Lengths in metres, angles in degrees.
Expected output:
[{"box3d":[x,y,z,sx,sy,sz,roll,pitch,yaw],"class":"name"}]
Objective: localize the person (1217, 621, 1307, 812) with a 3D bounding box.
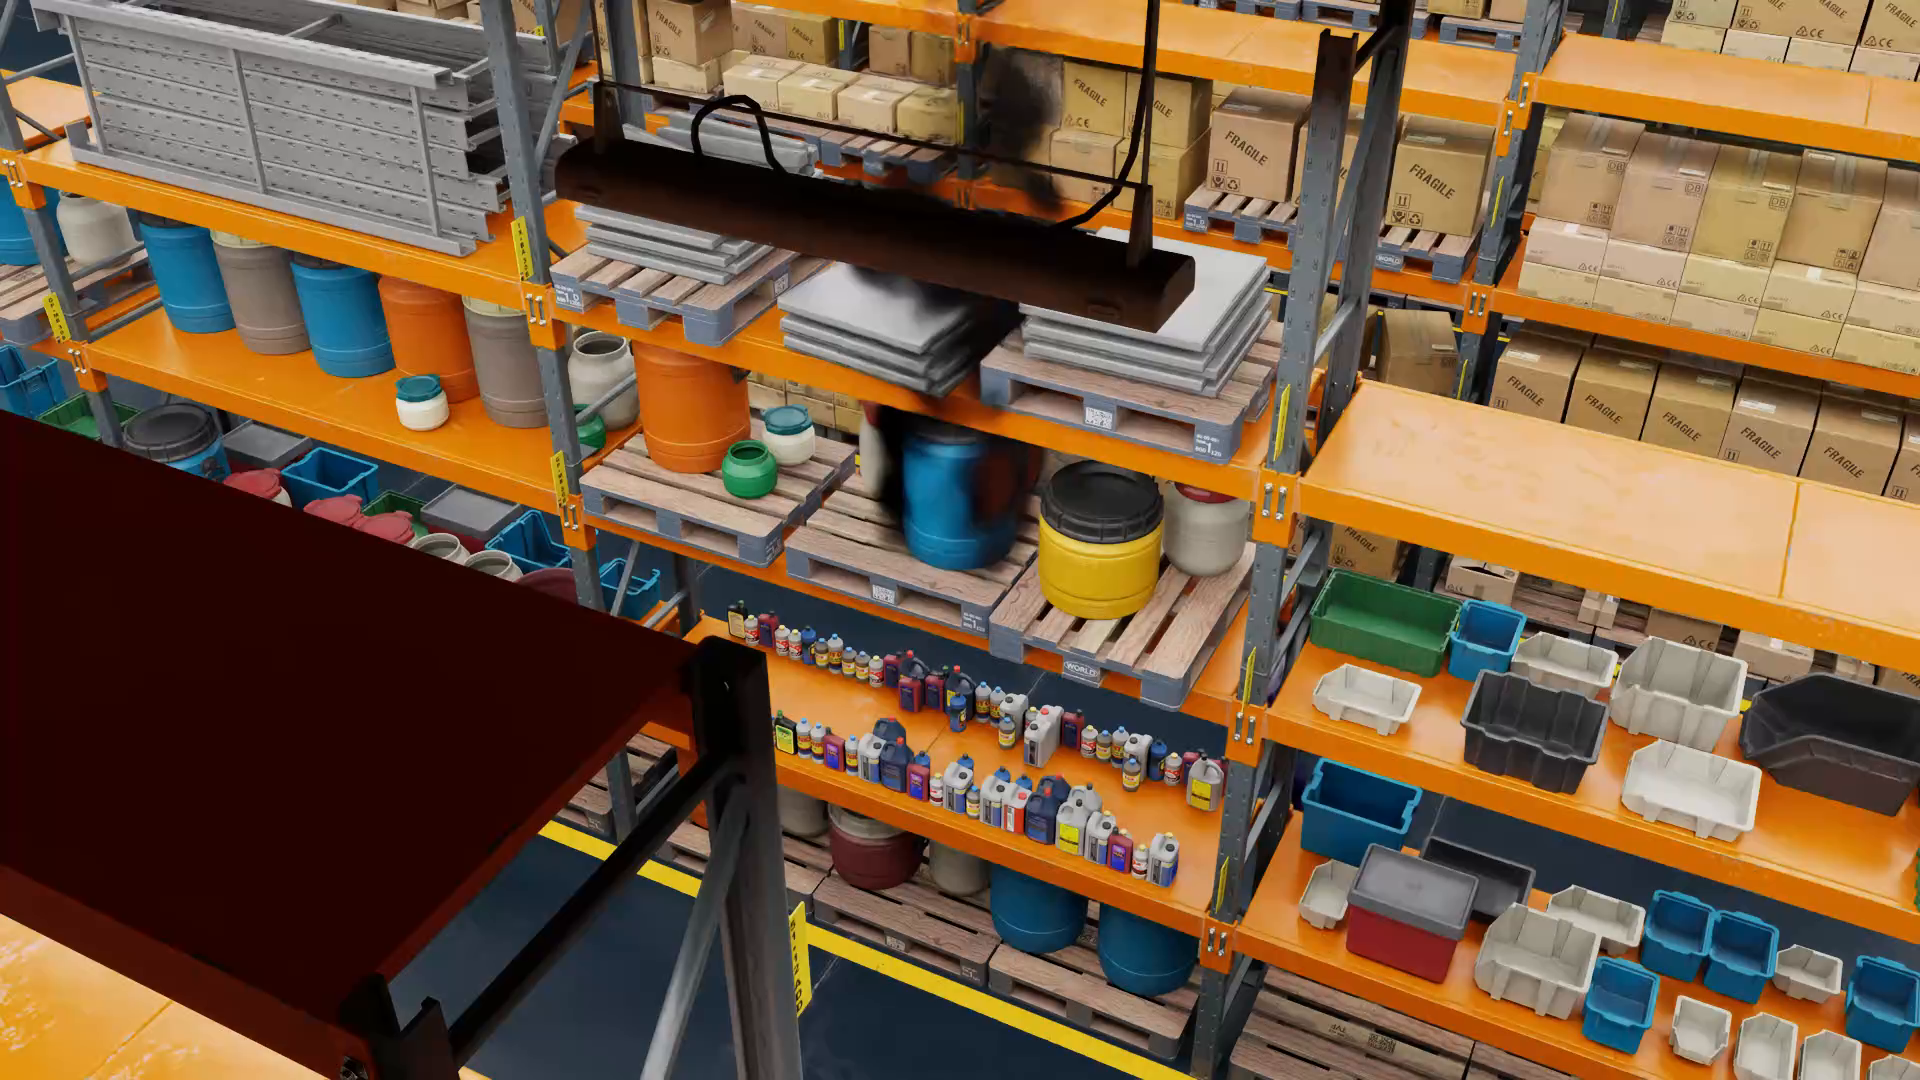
[{"box3d":[1.884,1.057,10.416,0.845,1.681,0.601,12,37,17],"class":"person"}]
